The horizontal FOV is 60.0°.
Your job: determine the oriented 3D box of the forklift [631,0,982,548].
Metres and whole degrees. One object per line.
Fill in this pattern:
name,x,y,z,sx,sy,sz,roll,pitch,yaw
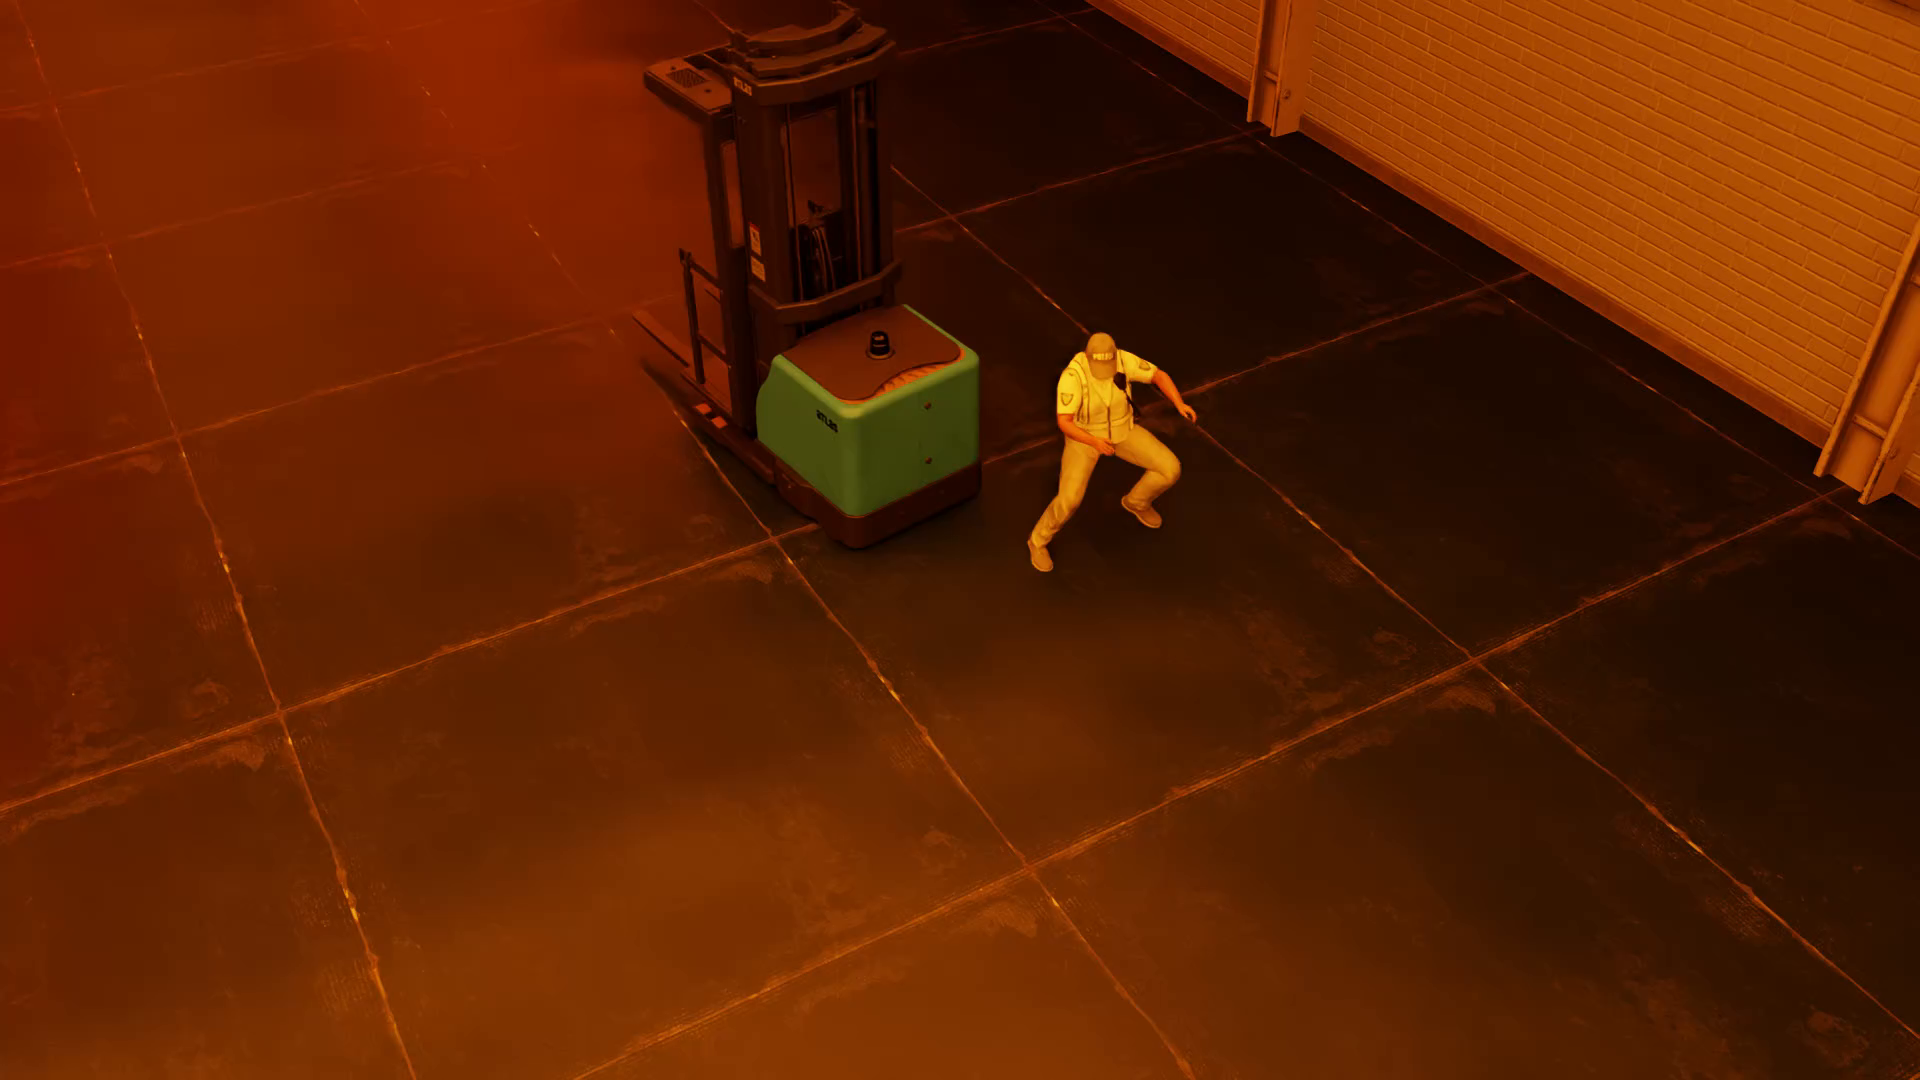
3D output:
forklift,-1.167,-1.962,10.401,1.130,2.935,3.031,-27,47,-28

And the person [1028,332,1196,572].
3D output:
person,0.864,-0.563,9.899,0.951,1.442,0.743,-10,41,-12
